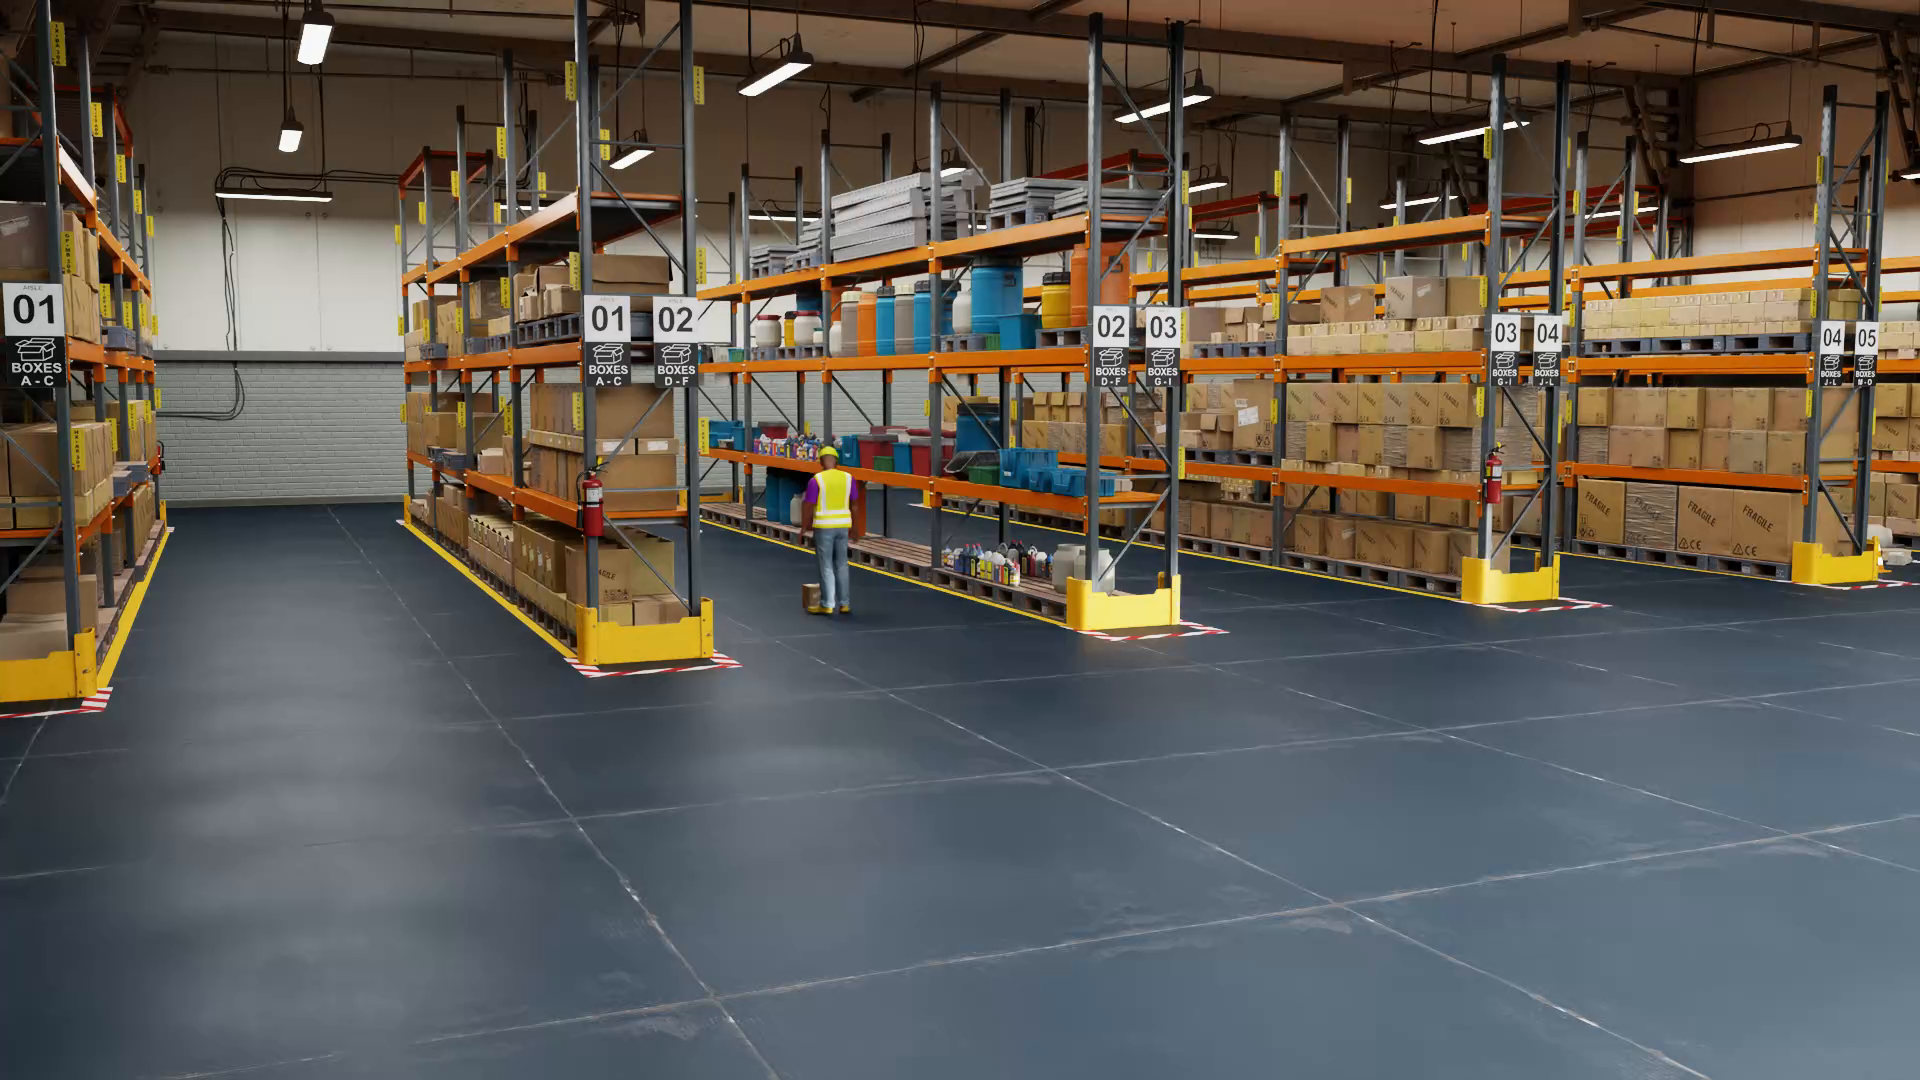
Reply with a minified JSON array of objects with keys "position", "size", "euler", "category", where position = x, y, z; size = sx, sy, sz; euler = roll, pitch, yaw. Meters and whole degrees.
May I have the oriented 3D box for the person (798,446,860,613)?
[{"position":[-1.388,-0.106,17.630],"size":[0.654,1.777,0.372],"euler":[-3,6,-33],"category":"person"}]
